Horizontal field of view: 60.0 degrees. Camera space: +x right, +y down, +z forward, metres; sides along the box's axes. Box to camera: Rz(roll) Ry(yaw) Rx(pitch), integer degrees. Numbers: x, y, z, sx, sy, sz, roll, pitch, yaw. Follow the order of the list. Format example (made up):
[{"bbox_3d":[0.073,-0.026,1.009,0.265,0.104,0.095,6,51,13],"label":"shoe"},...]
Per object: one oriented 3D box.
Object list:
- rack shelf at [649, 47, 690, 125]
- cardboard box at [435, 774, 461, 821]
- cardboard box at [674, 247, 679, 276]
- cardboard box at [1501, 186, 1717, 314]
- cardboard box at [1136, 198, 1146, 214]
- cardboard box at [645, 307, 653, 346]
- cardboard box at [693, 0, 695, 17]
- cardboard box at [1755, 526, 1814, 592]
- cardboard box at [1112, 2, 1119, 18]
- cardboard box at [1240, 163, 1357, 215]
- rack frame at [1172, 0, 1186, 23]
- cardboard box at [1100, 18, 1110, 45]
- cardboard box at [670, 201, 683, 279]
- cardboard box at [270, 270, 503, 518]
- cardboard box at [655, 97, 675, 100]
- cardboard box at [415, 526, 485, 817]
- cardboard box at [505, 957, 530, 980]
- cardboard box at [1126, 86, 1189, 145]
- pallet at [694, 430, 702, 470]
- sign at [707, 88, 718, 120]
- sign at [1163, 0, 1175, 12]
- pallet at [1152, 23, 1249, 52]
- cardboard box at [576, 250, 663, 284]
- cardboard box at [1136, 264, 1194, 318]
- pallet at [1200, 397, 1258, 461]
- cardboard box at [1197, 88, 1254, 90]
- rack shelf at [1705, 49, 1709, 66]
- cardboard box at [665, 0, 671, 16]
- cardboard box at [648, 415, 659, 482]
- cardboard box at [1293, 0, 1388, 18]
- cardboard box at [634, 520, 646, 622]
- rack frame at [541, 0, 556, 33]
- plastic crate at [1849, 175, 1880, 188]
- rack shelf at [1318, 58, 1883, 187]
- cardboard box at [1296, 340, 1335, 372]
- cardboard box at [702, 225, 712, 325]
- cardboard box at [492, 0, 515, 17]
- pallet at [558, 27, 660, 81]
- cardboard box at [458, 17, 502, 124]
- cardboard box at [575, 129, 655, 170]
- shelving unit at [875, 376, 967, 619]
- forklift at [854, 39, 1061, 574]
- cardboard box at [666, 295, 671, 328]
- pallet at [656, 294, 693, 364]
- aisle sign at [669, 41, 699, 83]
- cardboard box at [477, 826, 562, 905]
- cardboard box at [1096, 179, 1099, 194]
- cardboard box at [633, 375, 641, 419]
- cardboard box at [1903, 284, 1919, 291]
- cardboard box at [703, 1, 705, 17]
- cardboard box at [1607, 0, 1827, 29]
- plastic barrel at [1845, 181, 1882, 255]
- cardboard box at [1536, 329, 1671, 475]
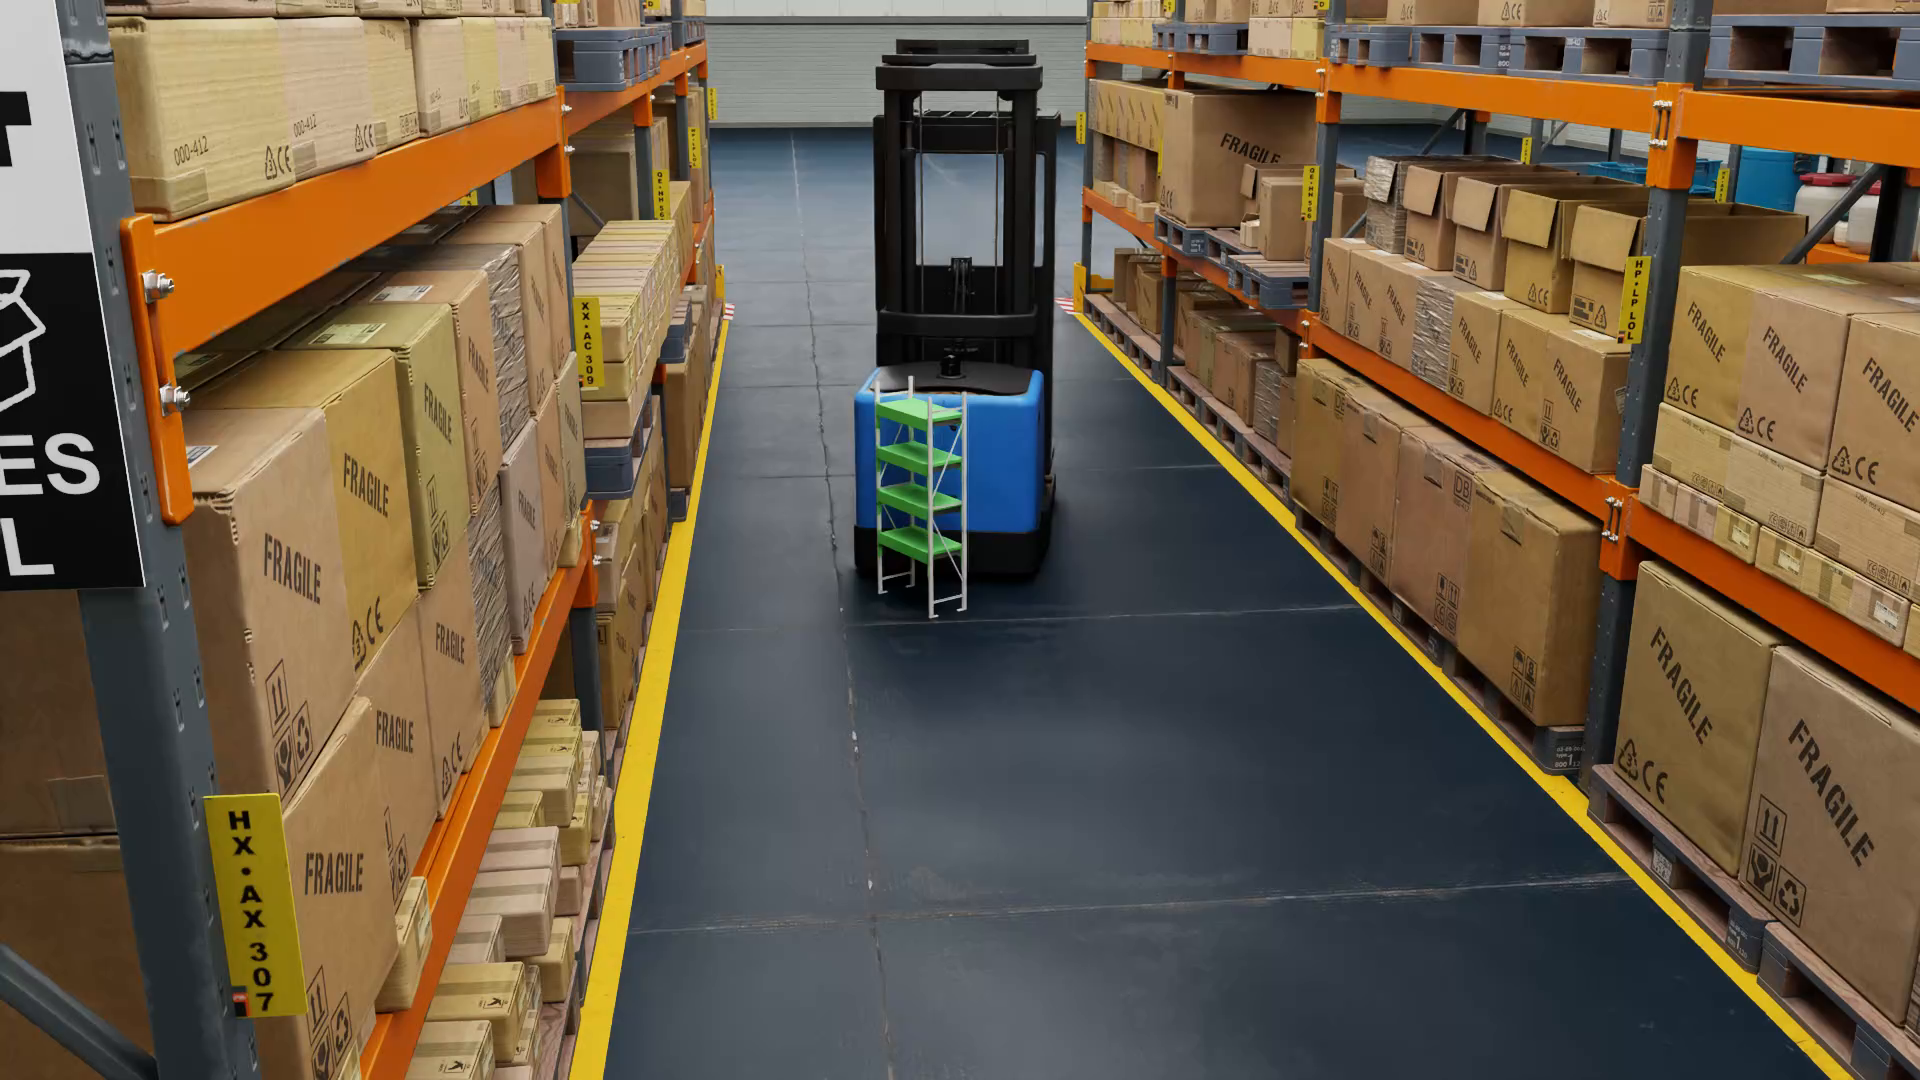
[{"bbox_3d":[-2.498,-3.154,11.409,1.077,0.370,4.000,-2,18,-6],"label":"rack shelf"},{"bbox_3d":[-1.380,0.541,3.865,0.380,0.149,0.250,-2,18,-7],"label":"cardboard box"},{"bbox_3d":[-1.788,-1.560,9.358,0.380,0.149,0.250,-1,17,-5],"label":"cardboard box"},{"bbox_3d":[2.931,-1.323,7.541,0.797,0.503,0.637,-2,17,-5],"label":"cardboard box"},{"bbox_3d":[1.846,-3.094,15.444,0.380,0.149,0.250,-2,18,-6],"label":"cardboard box"},{"bbox_3d":[-1.575,-0.944,7.399,0.380,0.149,0.250,-1,17,-3],"label":"cardboard box"},{"bbox_3d":[-2.511,-4.643,14.503,0.380,0.149,0.250,-2,18,-7],"label":"cardboard box"},{"bbox_3d":[2.848,0.052,5.424,0.380,0.149,0.250,-2,18,-7],"label":"cardboard box"},{"bbox_3d":[1.683,-5.130,16.086,0.380,0.149,0.250,-2,18,-6],"label":"cardboard box"},{"bbox_3d":[2.510,-2.521,12.326,0.797,0.503,0.637,0,17,0],"label":"cardboard box"},{"bbox_3d":[2.240,-5.647,13.142,1.000,3.000,0.127,-2,18,-6],"label":"rack frame"},{"bbox_3d":[1.679,-5.031,16.438,0.500,0.250,0.500,-2,18,-7],"label":"cardboard box"},{"bbox_3d":[-2.225,-2.110,11.724,0.500,0.500,0.500,-2,18,-6],"label":"cardboard box"},{"bbox_3d":[-1.395,-0.353,3.960,0.500,0.500,0.500,-2,18,-7],"label":"cardboard box"},{"bbox_3d":[-2.880,-3.520,14.328,0.875,0.550,0.550,-2,18,-6],"label":"cardboard box"},{"bbox_3d":[-1.357,0.276,3.626,0.500,0.500,0.500,-2,17,-5],"label":"cardboard box"},{"bbox_3d":[-1.463,1.216,4.856,0.380,0.149,0.250,-3,18,-8],"label":"cardboard box"},{"bbox_3d":[1.816,-3.875,15.180,0.500,0.500,0.500,-2,18,-6],"label":"cardboard box"},{"bbox_3d":[-2.421,-0.740,12.181,1.003,0.211,1.213,-2,18,-6],"label":"pallet"},{"bbox_3d":[-2.576,-4.532,17.276,0.100,0.325,0.005,-2,18,-6],"label":"sign"},{"bbox_3d":[1.701,-4.444,13.453,0.100,0.325,0.005,-2,18,-6],"label":"sign"},{"bbox_3d":[2.197,-3.939,13.023,1.213,0.211,1.003,-2,18,-6],"label":"pallet"},{"bbox_3d":[-1.654,-1.317,8.091,0.380,0.149,0.250,-1,17,-3],"label":"cardboard box"},{"bbox_3d":[2.016,-2.434,16.394,0.500,0.500,0.500,0,17,0],"label":"cardboard box"},{"bbox_3d":[2.450,-0.858,12.559,1.003,0.211,1.213,-2,18,-6],"label":"pallet"},{"bbox_3d":[2.393,-3.743,14.758,0.500,0.500,0.500,-2,18,-6],"label":"cardboard box"},{"bbox_3d":[6.960,-4.622,16.084,1.077,0.370,4.000,-2,18,-6],"label":"rack shelf"},{"bbox_3d":[-2.358,-3.909,11.993,0.500,0.250,0.500,-2,18,-6],"label":"cardboard box"},{"bbox_3d":[-1.897,-0.490,8.950,0.500,0.250,0.500,-2,17,-5],"label":"cardboard box"},{"bbox_3d":[2.354,-3.445,10.134,0.500,0.500,0.500,-1,17,-4],"label":"cardboard box"},{"bbox_3d":[-1.815,0.172,8.093,0.500,0.500,0.500,-1,17,-5],"label":"cardboard box"},{"bbox_3d":[-1.879,-3.141,5.158,1.000,3.000,0.127,-2,18,-6],"label":"rack frame"},{"bbox_3d":[7.521,-2.834,14.089,0.402,0.464,0.583,-2,18,-6],"label":"plastic crate"},{"bbox_3d":[2.859,-2.085,8.005,1.077,0.370,4.000,-2,18,-6],"label":"rack shelf"},{"bbox_3d":[2.553,-1.167,11.074,0.500,0.250,0.500,-1,17,-3],"label":"cardboard box"},{"bbox_3d":[-2.888,-2.578,16.228,0.875,0.875,0.875,-2,18,-7],"label":"cardboard box"},{"bbox_3d":[-1.536,-1.592,4.647,0.500,0.250,0.500,-3,18,-8],"label":"cardboard box"},{"bbox_3d":[-1.947,-2.116,7.215,1.213,0.211,1.003,-2,18,-6],"label":"pallet"},{"bbox_3d":[-1.467,-1.200,4.233,0.500,0.250,0.500,-2,18,-6],"label":"cardboard box"},{"bbox_3d":[-2.490,-2.585,11.566,0.700,0.500,0.500,-2,18,-6],"label":"cardboard box"},{"bbox_3d":[-0.210,-0.236,8.927,0.258,1.200,0.503,-12,21,-34],"label":"shelving unit"},{"bbox_3d":[0.052,-1.604,10.392,1.130,2.935,3.031,2,18,5],"label":"forklift"},{"bbox_3d":[-1.711,-1.193,8.687,0.380,0.149,0.250,-2,18,-6],"label":"cardboard box"},{"bbox_3d":[-2.112,-1.170,9.215,1.213,0.211,1.003,-2,18,-6],"label":"pallet"},{"bbox_3d":[-2.826,-5.124,17.152,0.394,0.787,0.004,-2,18,-6],"label":"aisle sign"},{"bbox_3d":[-1.416,1.002,5.043,0.380,0.149,0.250,-3,18,-8],"label":"cardboard box"},{"bbox_3d":[1.626,-3.690,17.341,0.380,0.149,0.250,-2,18,-6],"label":"cardboard box"},{"bbox_3d":[-1.497,-0.573,6.713,0.380,0.149,0.250,-2,17,-5],"label":"cardboard box"},{"bbox_3d":[3.426,-0.552,5.428,0.500,0.500,0.500,-2,18,-5],"label":"cardboard box"},{"bbox_3d":[-2.720,-5.249,16.433,0.380,0.149,0.250,-2,18,-5],"label":"cardboard box"},{"bbox_3d":[2.995,-2.253,6.471,0.700,0.500,0.500,-1,17,-4],"label":"cardboard box"},{"bbox_3d":[7.122,-2.493,12.882,0.433,0.535,0.433,0,17,0],"label":"plastic barrel"},{"bbox_3d":[2.745,-0.580,6.850,0.500,0.500,0.500,-2,18,-5],"label":"cardboard box"}]
